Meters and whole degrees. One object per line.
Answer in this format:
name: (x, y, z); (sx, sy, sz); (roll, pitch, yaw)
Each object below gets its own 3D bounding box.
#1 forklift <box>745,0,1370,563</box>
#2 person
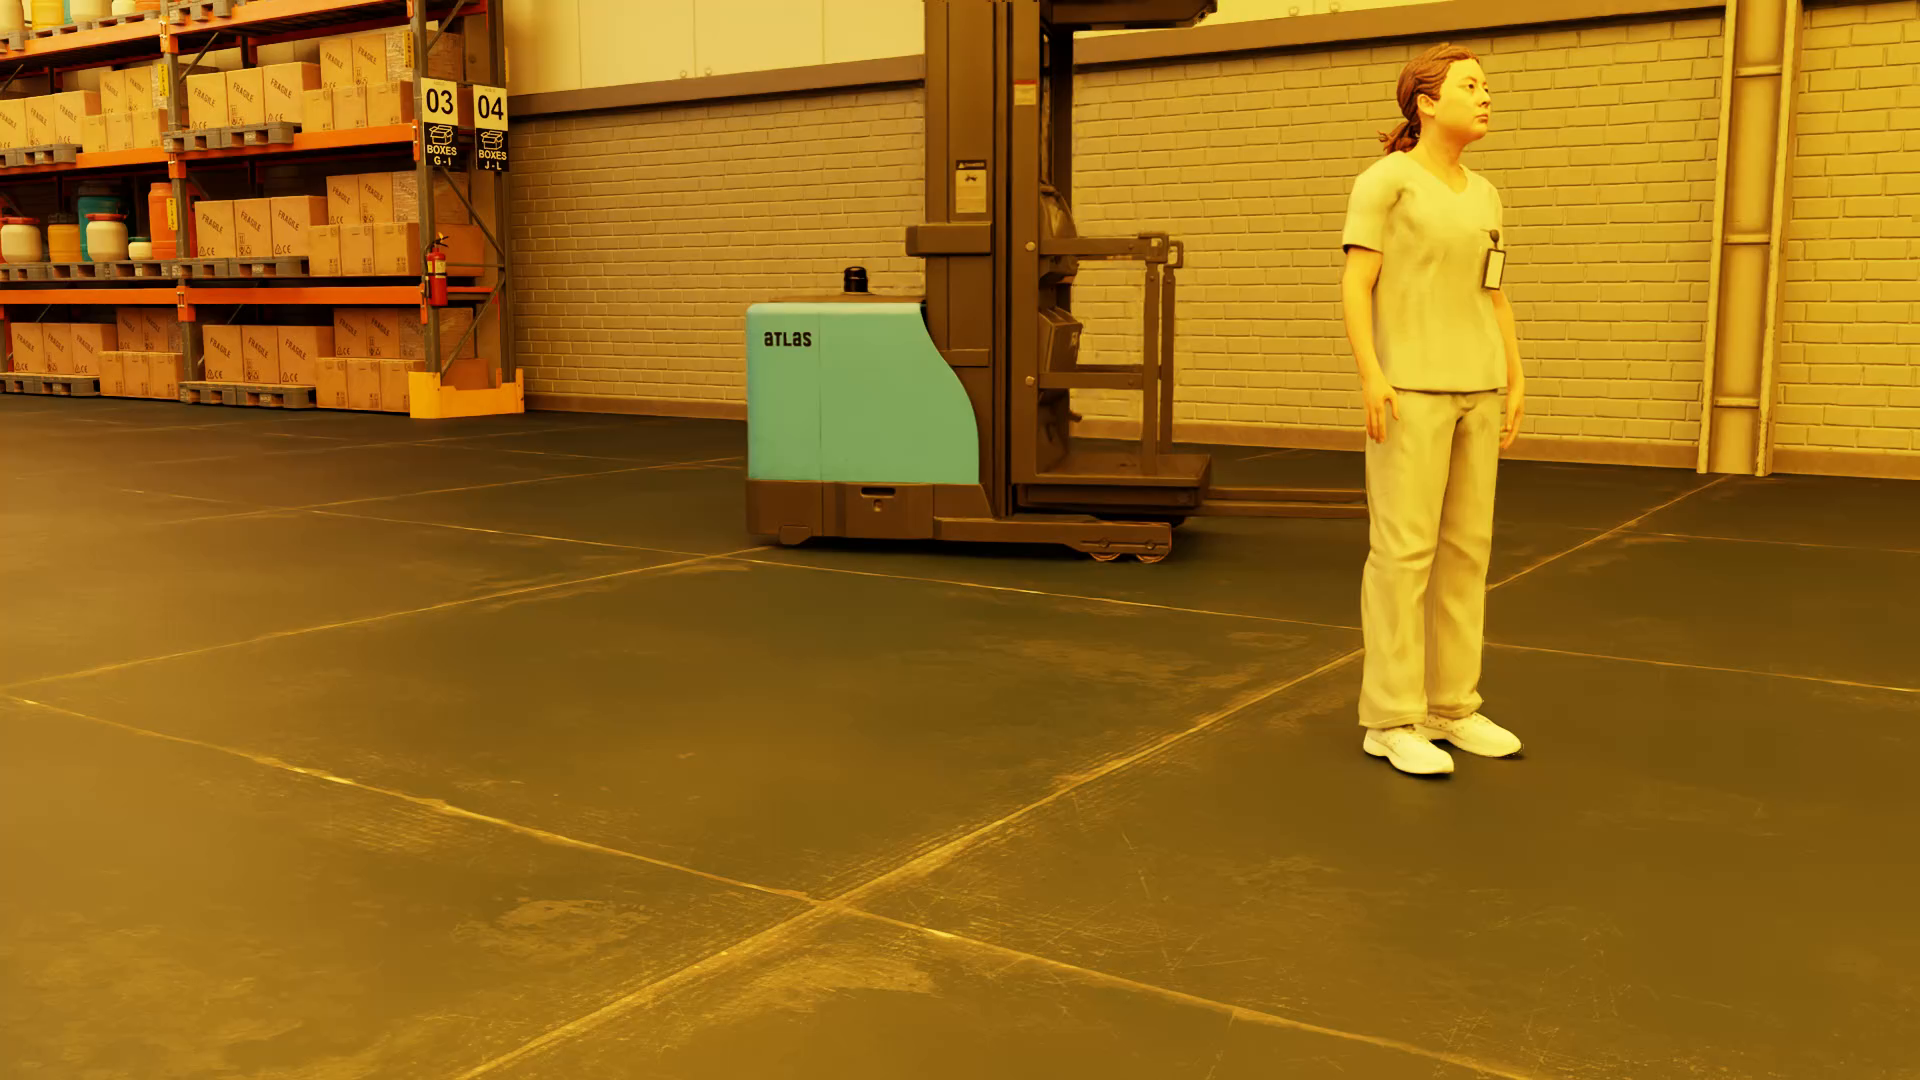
forklift: (0.621, -1.437, 7.298); (3.031, 2.935, 1.130); (2, 8, 11)
person: (1.171, -0.324, 3.956); (0.527, 1.672, 0.524); (-4, 9, -28)
